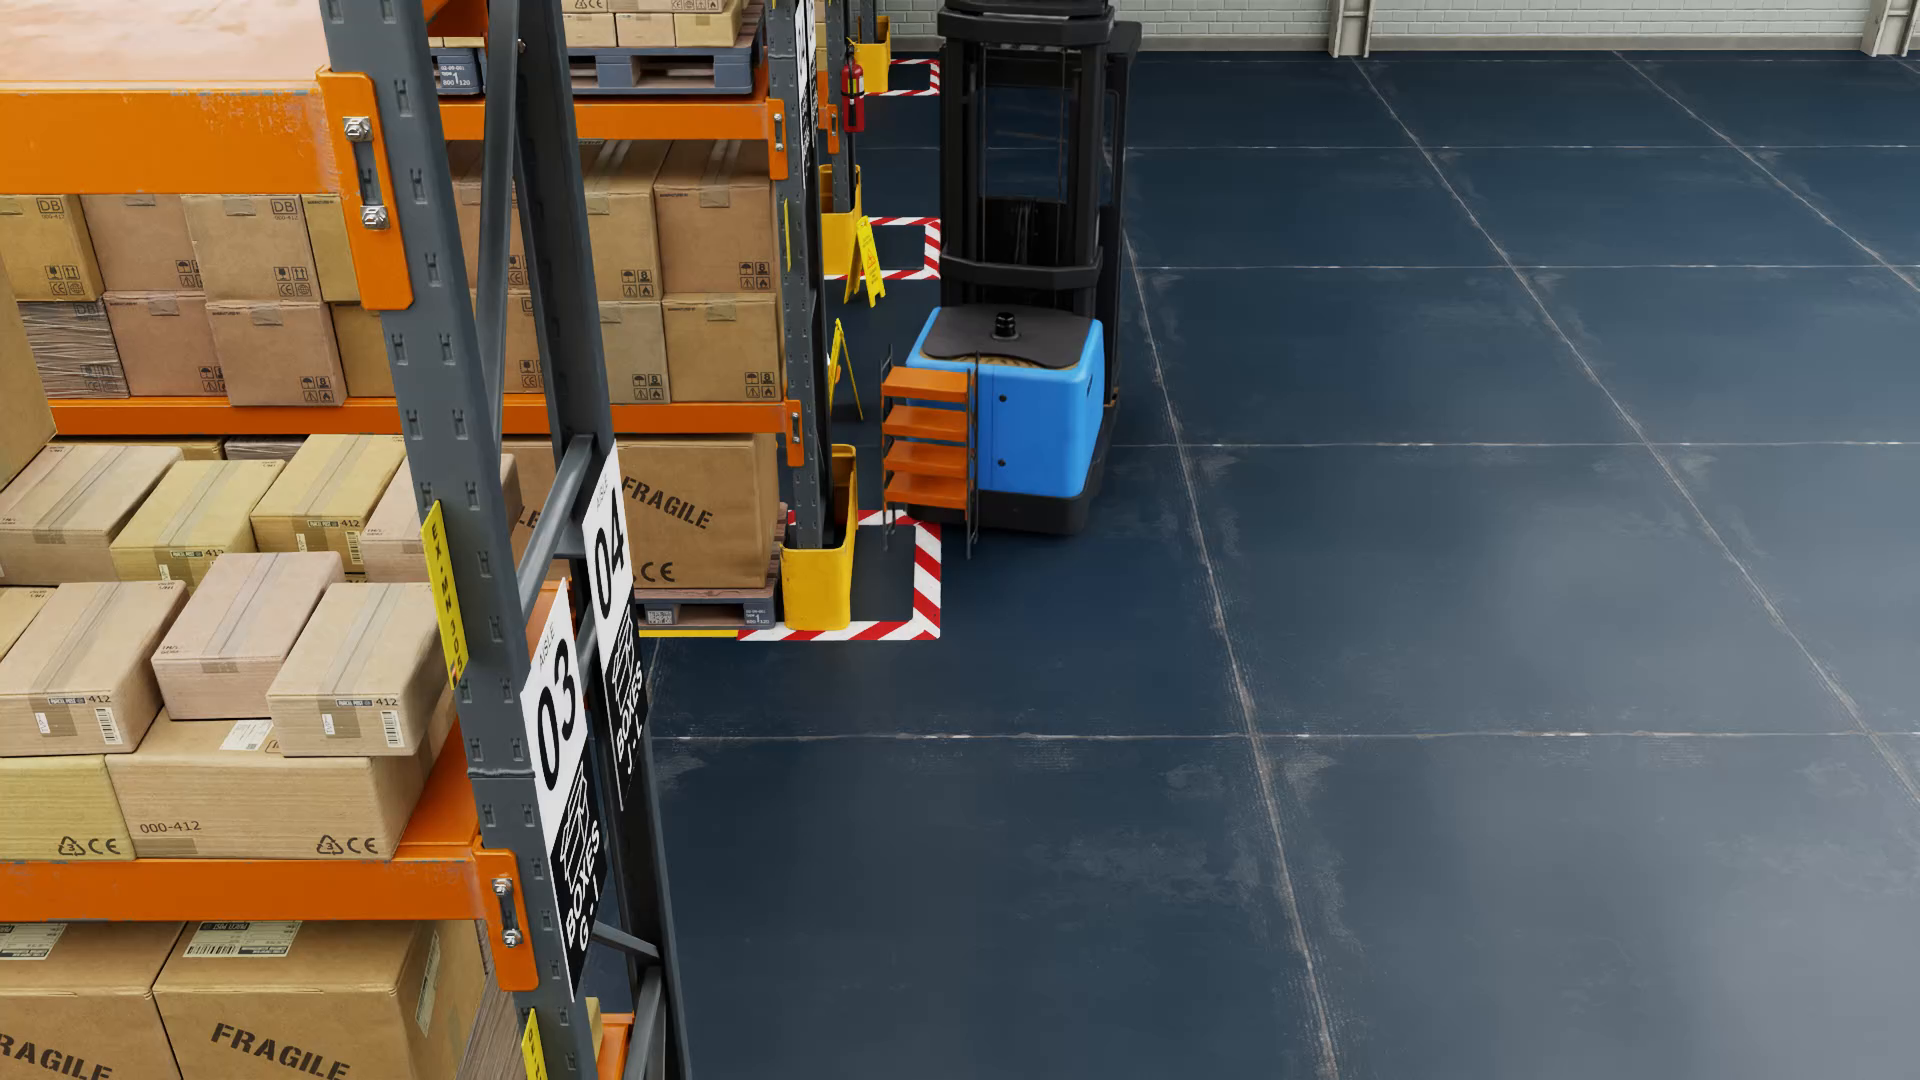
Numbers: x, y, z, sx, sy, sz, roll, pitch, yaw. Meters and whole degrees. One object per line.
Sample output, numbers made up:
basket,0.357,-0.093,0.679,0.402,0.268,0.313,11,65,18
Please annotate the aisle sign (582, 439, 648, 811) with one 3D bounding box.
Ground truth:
aisle sign,-0.802,0.203,3.907,0.004,0.787,0.394,0,31,0

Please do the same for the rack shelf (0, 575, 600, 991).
rack shelf,-2.863,0.502,3.722,4.000,0.370,1.077,0,31,0

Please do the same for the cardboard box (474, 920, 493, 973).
cardboard box,-1.414,0.733,4.192,0.500,0.500,0.500,0,31,0

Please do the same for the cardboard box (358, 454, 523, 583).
cardboard box,-1.139,-0.038,3.678,0.250,0.149,0.380,0,31,-1

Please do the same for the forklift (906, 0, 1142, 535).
forklift,0.469,-2.035,10.167,1.130,2.935,3.031,6,32,9

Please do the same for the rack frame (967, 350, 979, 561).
rack frame,0.070,-0.456,9.234,0.015,1.200,0.240,6,32,10

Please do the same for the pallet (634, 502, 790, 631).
pallet,-1.591,0.132,9.218,1.213,0.211,1.003,0,31,0

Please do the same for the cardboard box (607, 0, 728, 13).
cardboard box,-1.279,-2.524,7.373,0.500,0.250,0.500,0,31,0

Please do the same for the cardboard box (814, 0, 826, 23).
cardboard box,-1.415,-5.513,17.116,0.500,0.250,0.500,1,31,1

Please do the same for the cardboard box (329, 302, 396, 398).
cardboard box,-2.803,-1.170,8.531,0.500,0.550,0.875,0,31,0

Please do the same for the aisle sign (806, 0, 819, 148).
aisle sign,-0.722,-2.370,8.148,0.004,0.787,0.394,0,31,0

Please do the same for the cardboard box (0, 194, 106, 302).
cardboard box,-4.422,-1.600,8.198,0.550,0.550,0.875,0,31,0

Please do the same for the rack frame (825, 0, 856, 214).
rack frame,-0.922,-3.670,12.797,0.127,3.000,1.000,0,31,0

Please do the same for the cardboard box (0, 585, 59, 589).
cardboard box,-1.862,0.124,3.796,0.500,0.250,0.500,-1,31,-1

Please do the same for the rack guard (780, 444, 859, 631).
rack guard,-0.767,-0.034,9.214,0.348,0.500,1.175,0,31,0

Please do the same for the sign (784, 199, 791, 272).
sign,-0.802,-1.418,7.739,0.005,0.325,0.100,0,31,0

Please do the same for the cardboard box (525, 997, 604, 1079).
cardboard box,-1.149,1.455,4.592,0.250,0.149,0.380,0,31,0

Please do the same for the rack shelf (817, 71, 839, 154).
rack shelf,-2.922,-3.356,12.973,4.000,0.370,1.077,0,31,0

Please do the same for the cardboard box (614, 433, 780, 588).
cardboard box,-1.469,-0.338,8.947,0.875,0.875,0.875,0,31,0

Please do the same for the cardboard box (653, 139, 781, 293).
cardboard box,-1.163,-1.648,8.277,0.550,0.550,0.875,0,31,0

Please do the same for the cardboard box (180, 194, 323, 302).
cardboard box,-3.332,-1.592,8.186,0.550,0.550,0.875,0,31,0

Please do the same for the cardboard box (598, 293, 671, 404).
cardboard box,-1.712,-1.129,8.464,0.550,0.550,0.875,0,31,0

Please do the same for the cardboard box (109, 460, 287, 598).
cardboard box,-1.651,-0.022,3.653,0.250,0.149,0.380,-1,31,-1

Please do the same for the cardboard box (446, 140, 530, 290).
cardboard box,-2.273,-1.667,8.309,0.550,0.550,0.875,0,31,0

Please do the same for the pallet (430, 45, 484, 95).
pallet,-2.756,-2.334,7.789,1.213,0.211,1.003,0,31,0

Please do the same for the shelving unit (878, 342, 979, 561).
shelving unit,-0.168,-0.483,9.278,0.503,1.200,0.258,6,32,10

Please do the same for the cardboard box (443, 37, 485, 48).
cardboard box,-2.140,-2.320,7.421,0.250,0.149,0.380,-1,31,-1

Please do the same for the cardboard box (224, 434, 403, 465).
cardboard box,-3.261,-0.332,8.938,0.875,0.875,0.875,0,31,0

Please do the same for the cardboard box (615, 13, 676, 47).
cardboard box,-1.374,-2.323,7.425,0.250,0.149,0.380,0,31,0

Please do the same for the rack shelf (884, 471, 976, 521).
rack shelf,-0.168,-0.255,9.416,0.480,0.148,0.258,6,32,10

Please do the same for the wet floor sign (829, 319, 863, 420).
wet floor sign,-0.774,-1.124,10.869,0.232,0.644,0.267,-5,32,-9

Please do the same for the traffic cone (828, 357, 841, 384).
traffic cone,-0.998,-1.340,11.402,0.334,0.463,0.336,0,31,0

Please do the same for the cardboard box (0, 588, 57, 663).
cardboard box,-1.923,0.255,3.196,0.250,0.149,0.380,0,31,0

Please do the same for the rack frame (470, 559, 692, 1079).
rack frame,-0.863,1.470,4.324,0.127,3.000,1.000,0,31,0

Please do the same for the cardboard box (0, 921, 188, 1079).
cardboard box,-1.911,1.007,3.740,0.500,0.500,0.500,0,31,0

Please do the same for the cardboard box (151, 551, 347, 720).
cardboard box,-1.399,0.184,3.312,0.250,0.149,0.380,-1,31,-2

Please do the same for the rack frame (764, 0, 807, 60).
rack frame,-0.791,-3.668,7.009,0.127,3.000,1.000,0,31,0

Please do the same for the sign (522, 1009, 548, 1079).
sign,-0.879,1.128,3.467,0.005,0.325,0.100,0,31,0

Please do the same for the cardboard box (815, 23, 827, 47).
cardboard box,-1.441,-5.299,17.245,0.500,0.250,0.500,-1,31,-1

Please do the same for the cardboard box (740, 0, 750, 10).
cardboard box,-1.136,-2.665,7.990,0.250,0.149,0.380,0,31,0

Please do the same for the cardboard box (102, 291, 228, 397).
cardboard box,-3.873,-1.175,8.540,0.550,0.550,0.875,0,31,0

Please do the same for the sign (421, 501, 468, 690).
sign,-0.879,0.097,2.842,0.005,0.325,0.100,0,31,0

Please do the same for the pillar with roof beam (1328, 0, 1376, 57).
pillar with roof beam,4.368,-7.061,12.601,0.400,9.000,9.100,0,31,0

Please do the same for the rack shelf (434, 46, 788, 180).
rack shelf,-2.791,-2.072,7.963,4.000,0.370,1.077,0,31,0

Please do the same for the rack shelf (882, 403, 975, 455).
rack shelf,-0.168,-0.616,9.197,0.480,0.148,0.258,6,32,10

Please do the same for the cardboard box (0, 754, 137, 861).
cardboard box,-1.842,0.388,3.360,0.500,0.250,0.500,0,31,0

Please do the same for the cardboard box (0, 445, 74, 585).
cardboard box,-2.167,-0.060,3.714,0.250,0.149,0.380,0,31,0
